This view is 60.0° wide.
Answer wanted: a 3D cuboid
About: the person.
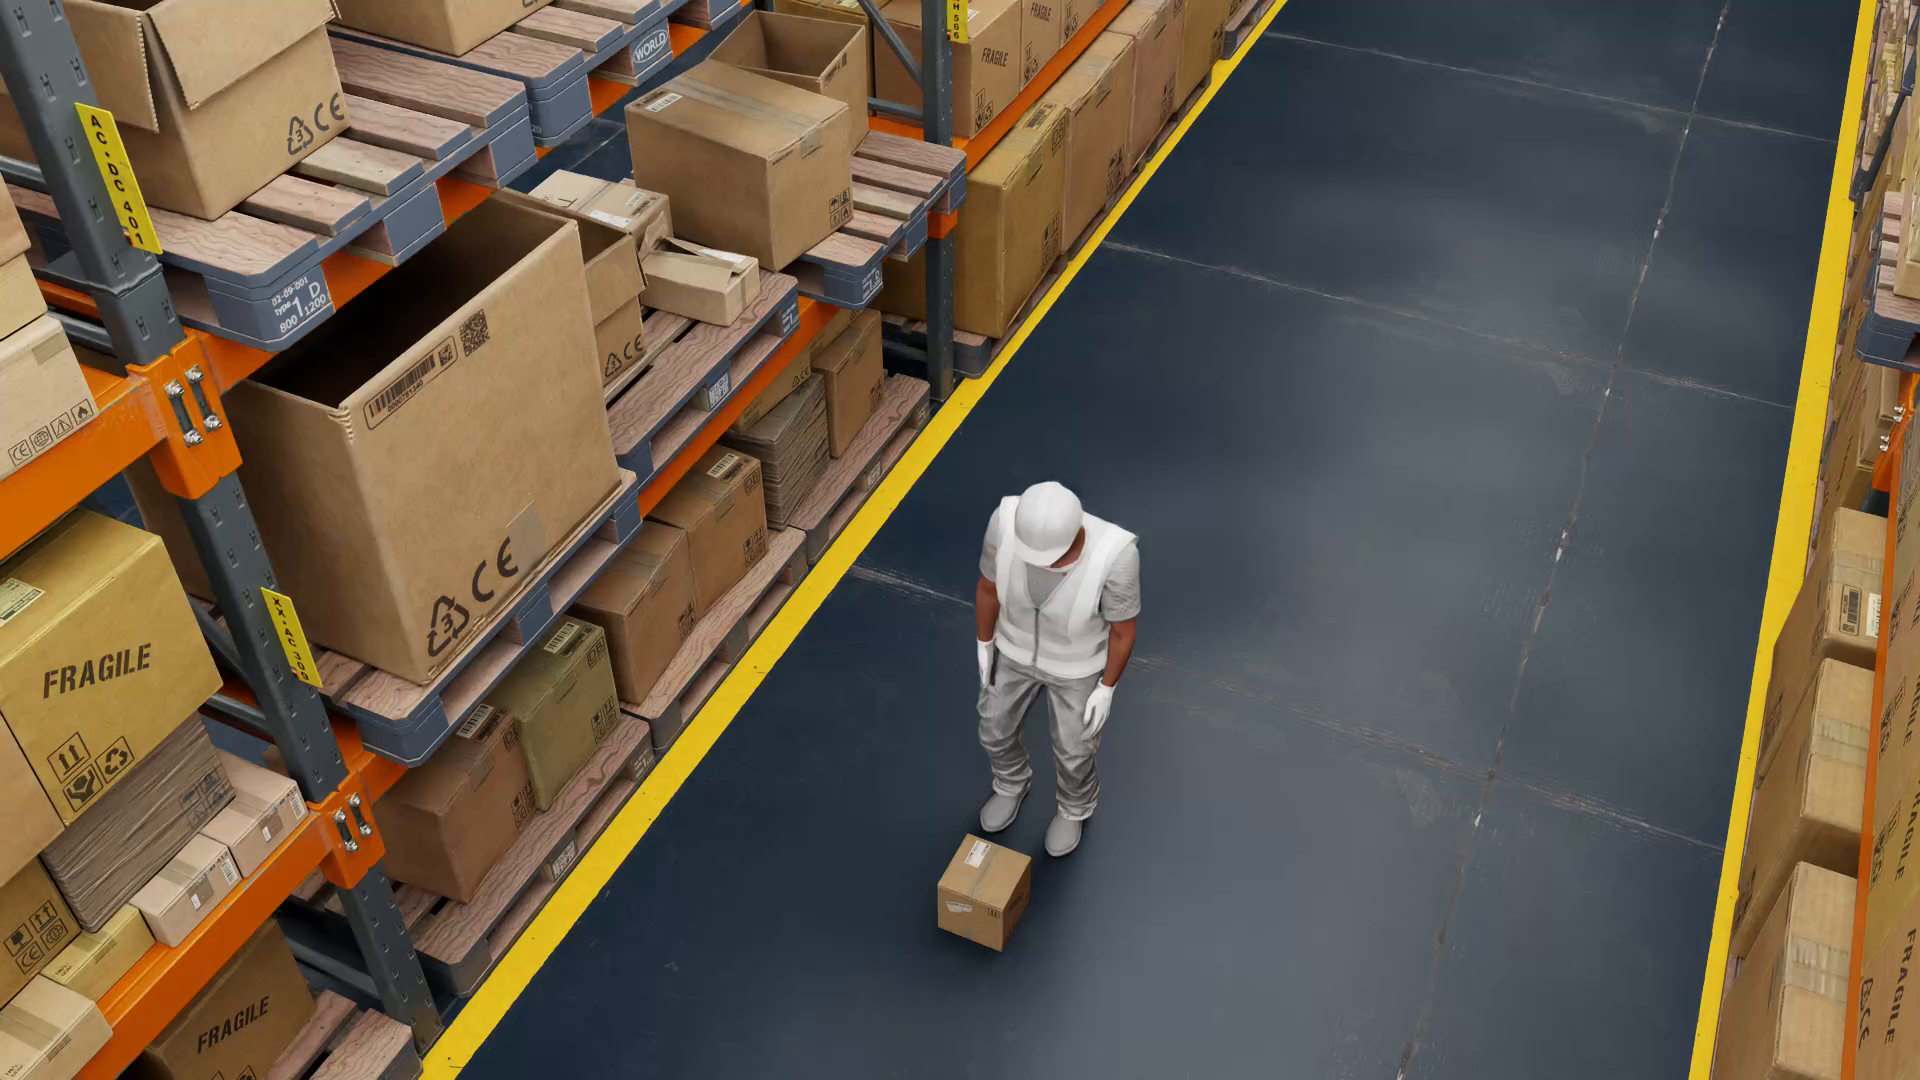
[{"bbox_3d":[0.317,0.421,5.719,0.576,1.721,0.477,18,45,20],"label":"person"}]
